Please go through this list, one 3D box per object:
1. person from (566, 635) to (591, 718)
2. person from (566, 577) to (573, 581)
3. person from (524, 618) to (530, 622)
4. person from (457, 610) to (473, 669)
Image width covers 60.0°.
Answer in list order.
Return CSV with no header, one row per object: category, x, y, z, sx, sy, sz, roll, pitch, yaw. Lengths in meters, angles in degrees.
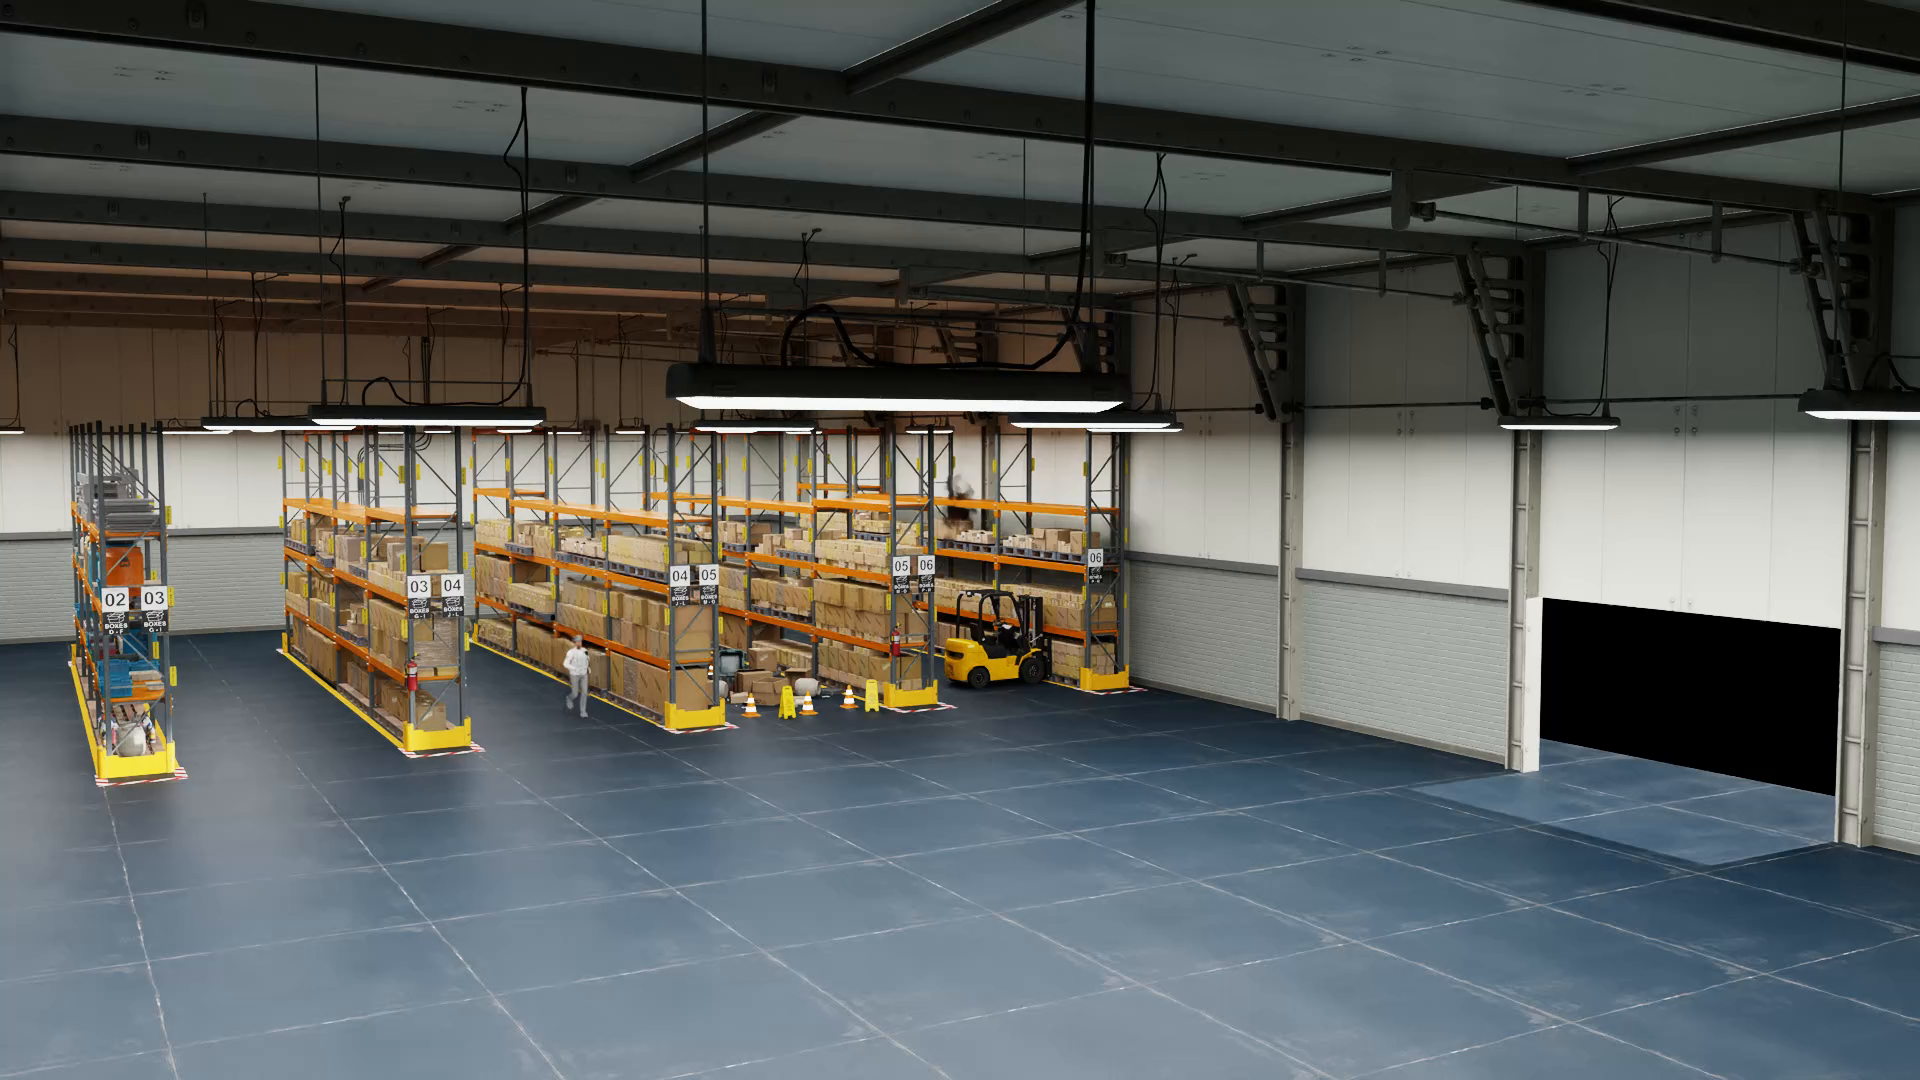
person,-7.800,2.766,34.085,0.445,1.669,0.890,-2,4,-35
person,-11.365,1.852,49.428,0.757,1.528,0.561,-3,5,-39
person,-12.476,1.926,48.409,0.845,1.645,0.617,2,4,26
person,-11.912,2.360,39.708,0.543,1.570,0.704,-3,5,-41
